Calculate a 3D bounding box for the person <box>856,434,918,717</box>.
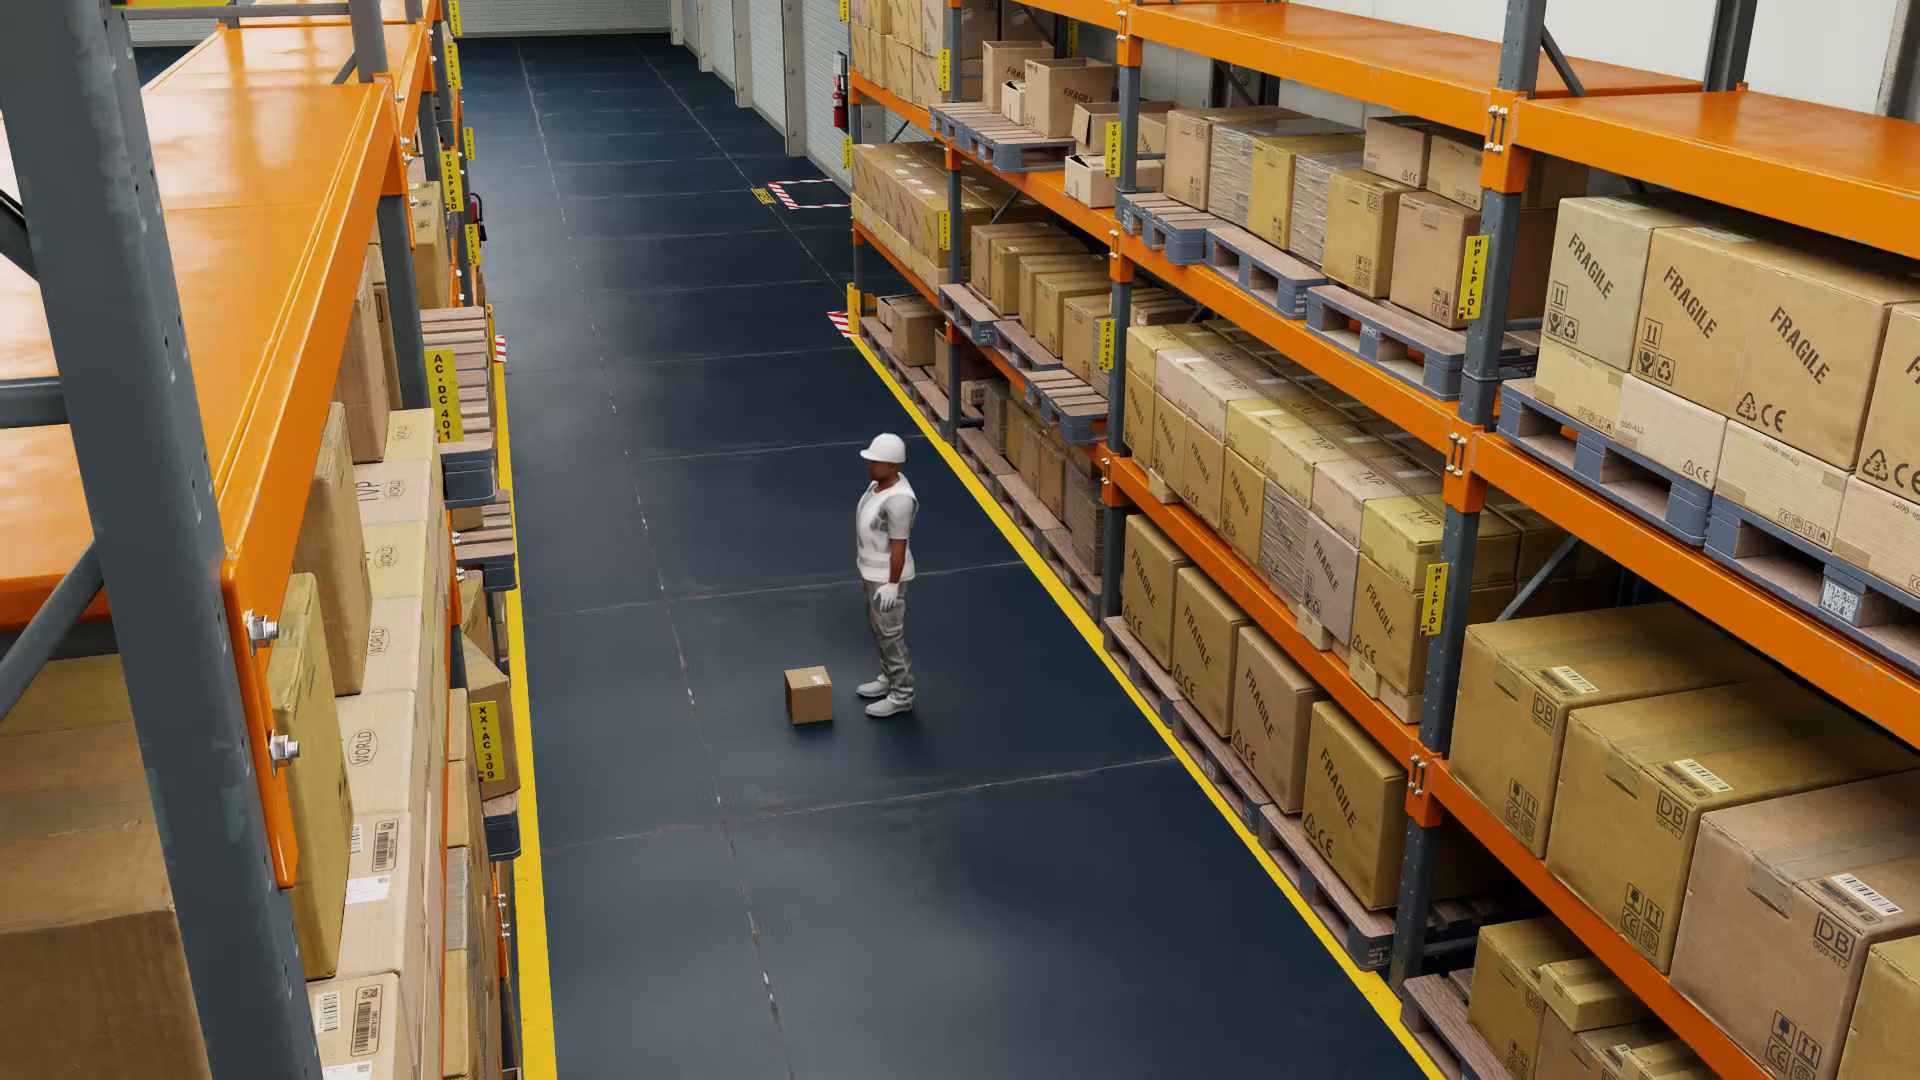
[{"bbox_3d":[-0.448,0.203,10.083,0.352,1.782,0.539,-6,23,-13],"label":"person"}]
